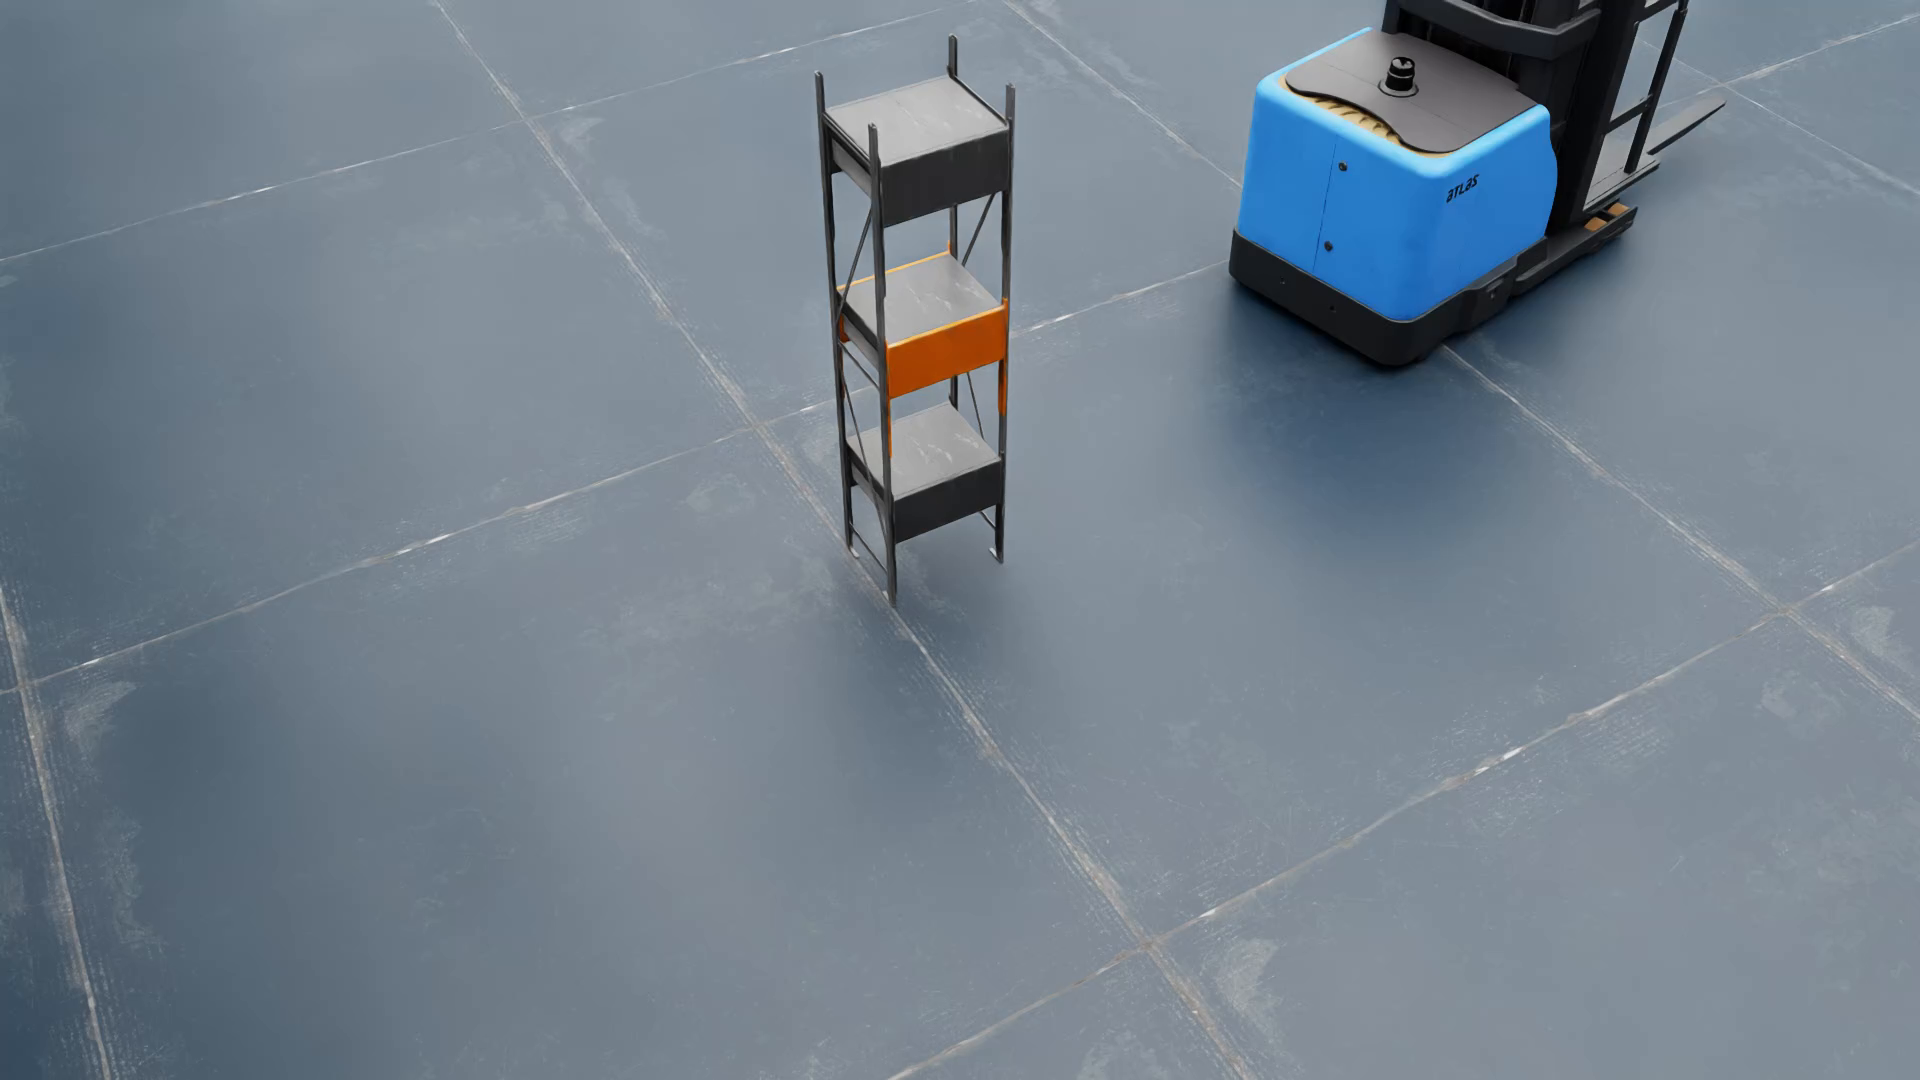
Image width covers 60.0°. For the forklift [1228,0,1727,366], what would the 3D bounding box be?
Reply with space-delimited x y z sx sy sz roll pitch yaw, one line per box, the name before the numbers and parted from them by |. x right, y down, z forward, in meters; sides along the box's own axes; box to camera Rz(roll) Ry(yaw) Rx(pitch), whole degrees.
forklift | 2.728 -2.720 7.448 3.031 2.935 1.130 -31 52 -28

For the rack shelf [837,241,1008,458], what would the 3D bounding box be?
rack shelf | -0.144 -0.686 5.969 0.480 0.518 0.431 -22 48 -21

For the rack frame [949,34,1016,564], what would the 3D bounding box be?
rack frame | 0.068 -0.781 6.047 0.015 2.100 0.400 -22 48 -21

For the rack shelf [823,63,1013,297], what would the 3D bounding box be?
rack shelf | -0.144 -1.189 5.482 0.480 0.518 0.431 -22 48 -21

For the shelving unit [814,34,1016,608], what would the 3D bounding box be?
shelving unit | -0.144 -0.696 5.960 0.503 2.100 0.431 -22 48 -21

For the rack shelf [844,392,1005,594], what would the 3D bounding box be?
rack shelf | -0.144 -0.184 6.457 0.480 0.518 0.431 -22 48 -21

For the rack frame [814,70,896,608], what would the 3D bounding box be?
rack frame | -0.355 -0.611 5.872 0.015 2.100 0.400 -22 48 -21
